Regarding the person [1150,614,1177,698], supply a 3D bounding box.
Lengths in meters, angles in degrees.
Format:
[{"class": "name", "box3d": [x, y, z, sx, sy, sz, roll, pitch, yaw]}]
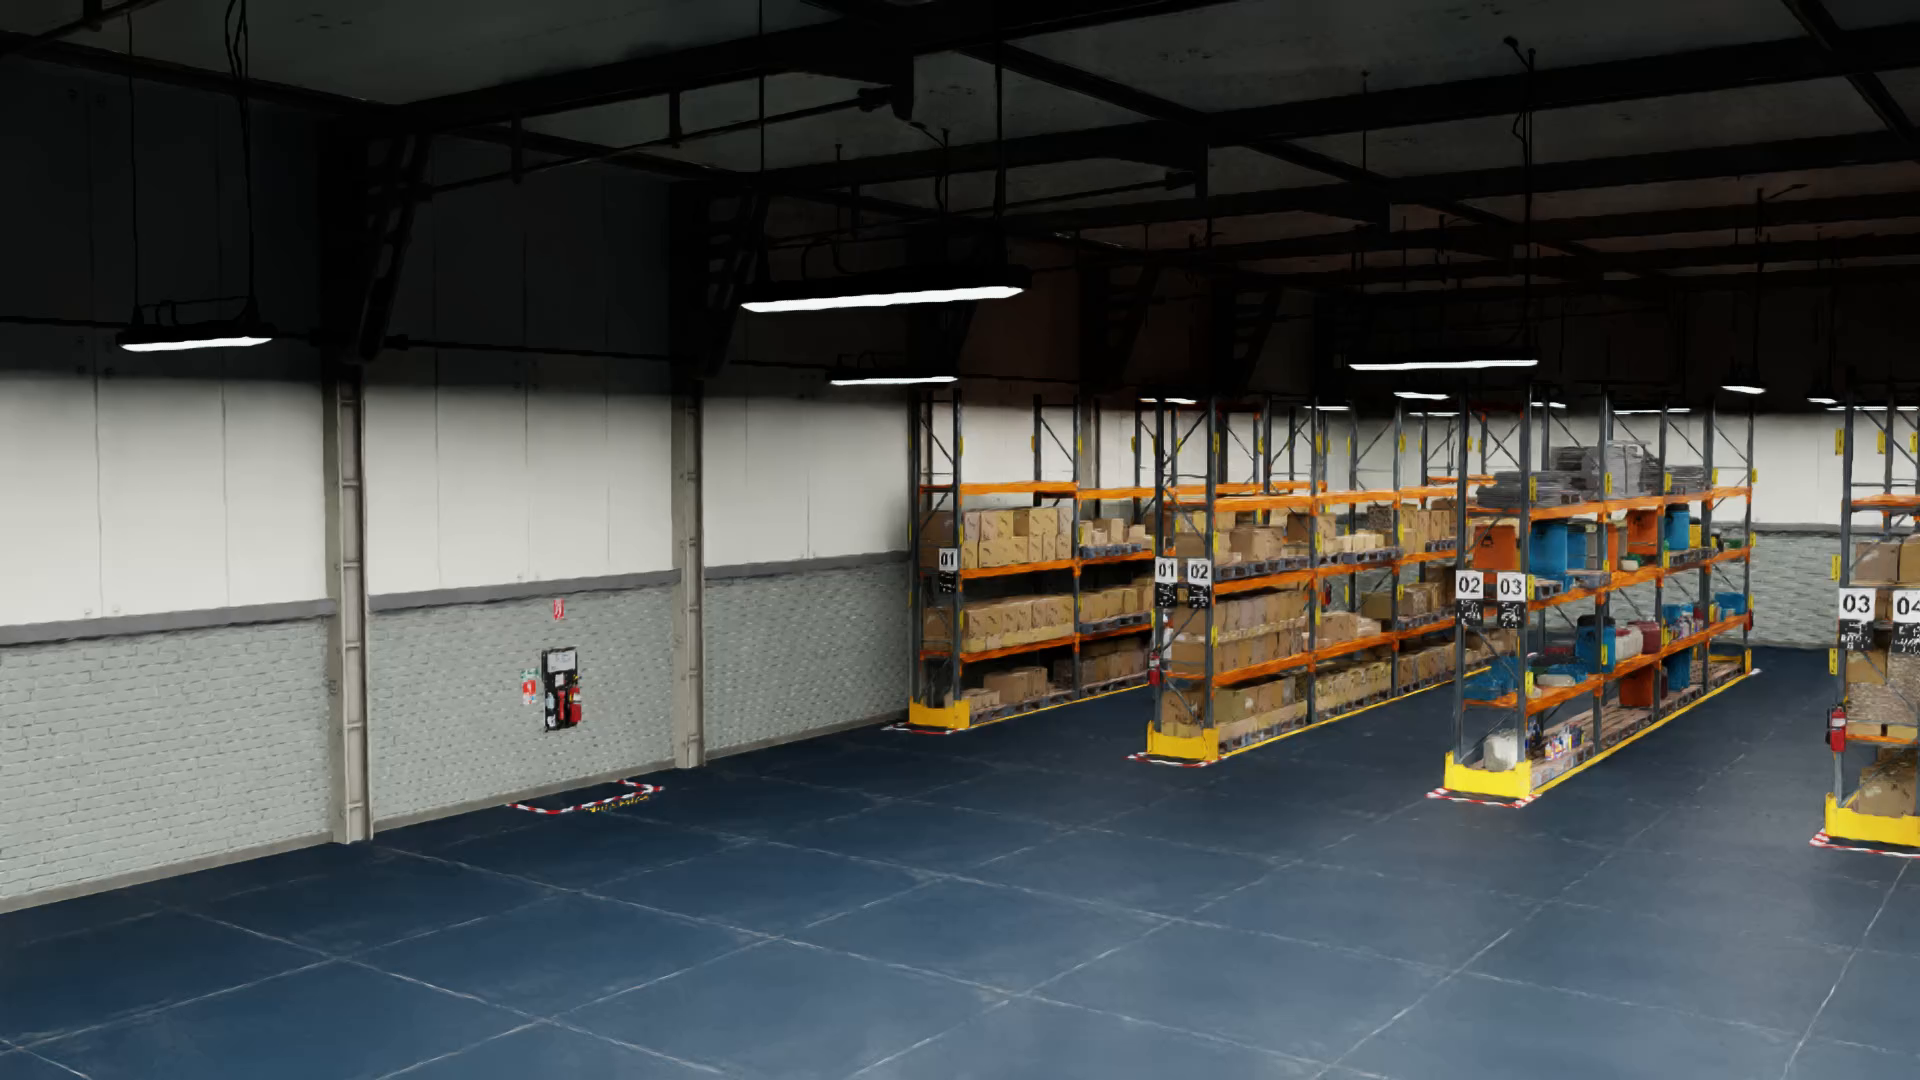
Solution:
[{"class": "person", "box3d": [4.003, 2.291, 32.573, 0.677, 1.726, 0.569, 2, 4, 34]}]
